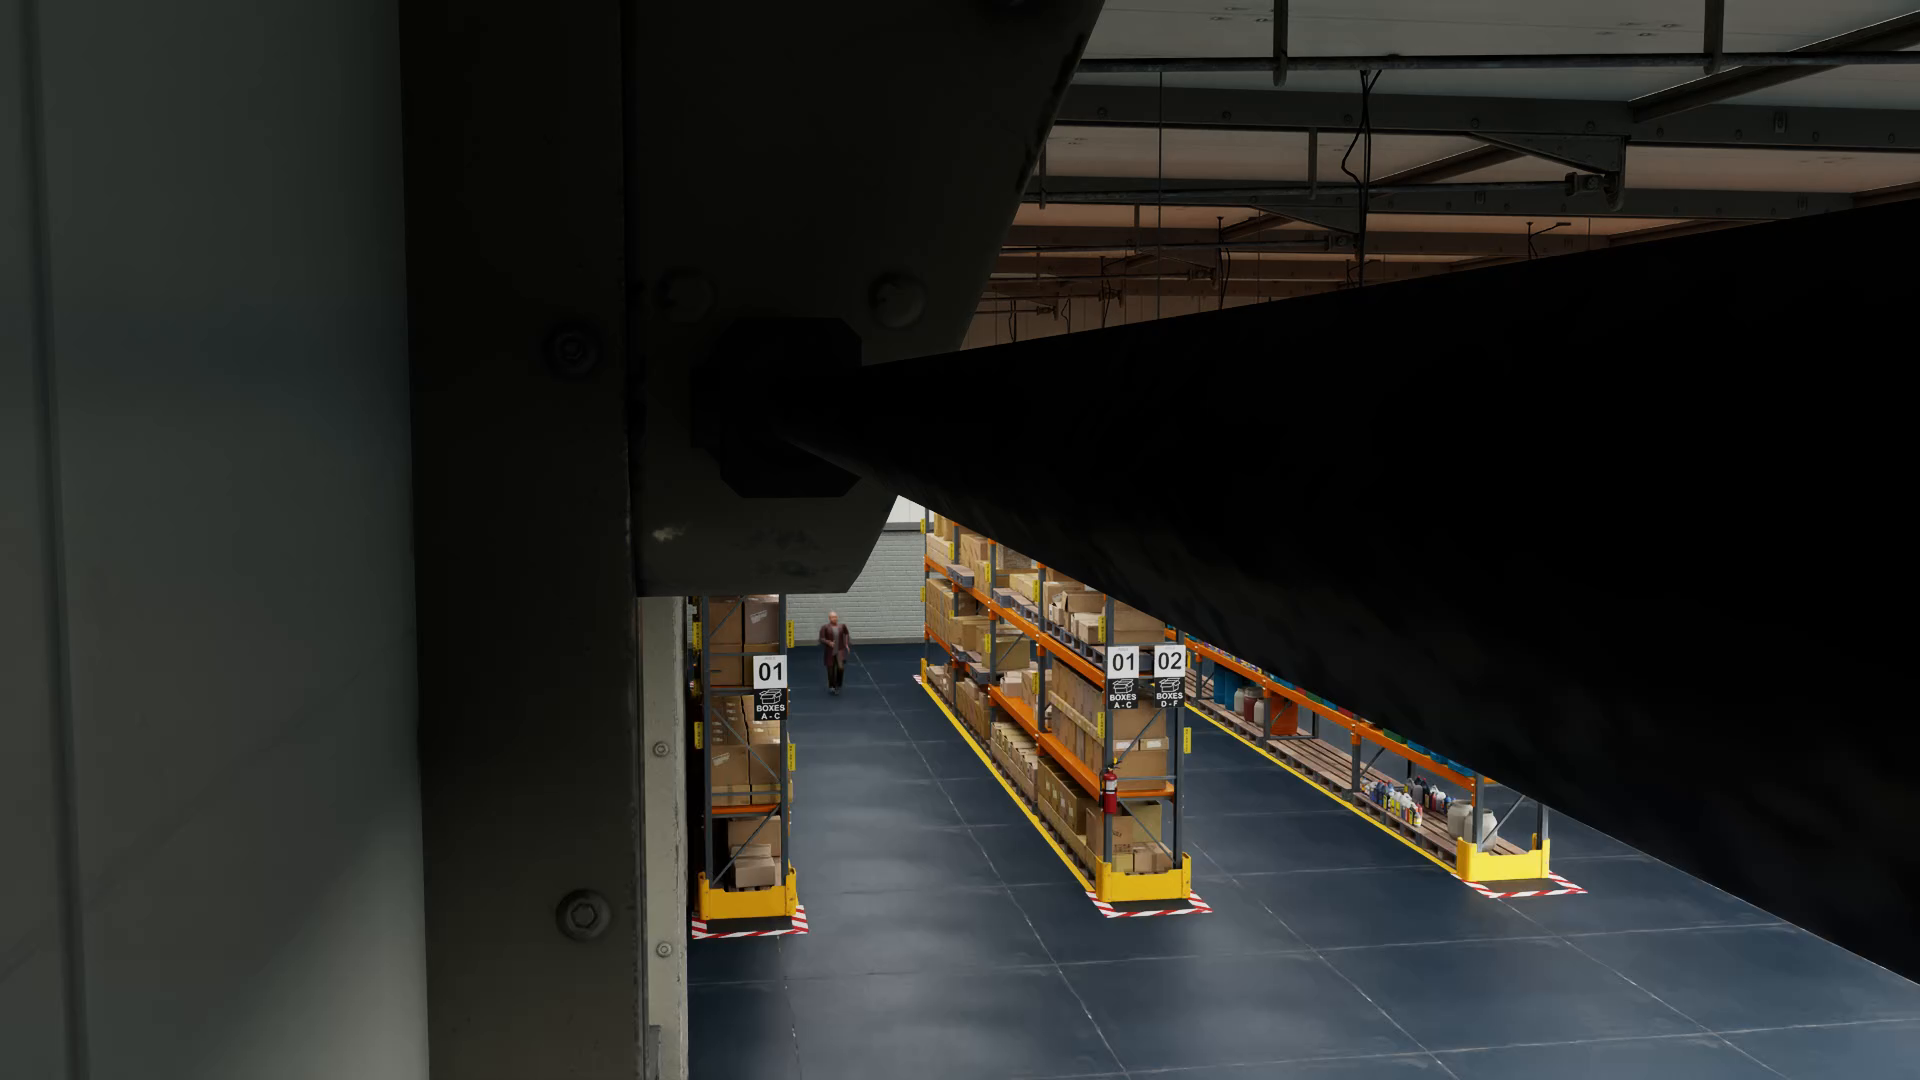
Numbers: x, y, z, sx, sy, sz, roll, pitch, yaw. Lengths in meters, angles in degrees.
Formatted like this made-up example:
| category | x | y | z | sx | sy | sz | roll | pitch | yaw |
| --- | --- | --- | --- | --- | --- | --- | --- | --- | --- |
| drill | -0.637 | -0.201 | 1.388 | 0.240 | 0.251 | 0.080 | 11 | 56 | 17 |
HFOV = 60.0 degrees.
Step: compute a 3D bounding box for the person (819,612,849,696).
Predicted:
| category | x | y | z | sx | sy | sz | roll | pitch | yaw |
| --- | --- | --- | --- | --- | --- | --- | --- | --- | --- |
| person | -2.626 | 2.388 | 34.850 | 0.658 | 1.779 | 0.848 | -1 | 5 | -9 |
